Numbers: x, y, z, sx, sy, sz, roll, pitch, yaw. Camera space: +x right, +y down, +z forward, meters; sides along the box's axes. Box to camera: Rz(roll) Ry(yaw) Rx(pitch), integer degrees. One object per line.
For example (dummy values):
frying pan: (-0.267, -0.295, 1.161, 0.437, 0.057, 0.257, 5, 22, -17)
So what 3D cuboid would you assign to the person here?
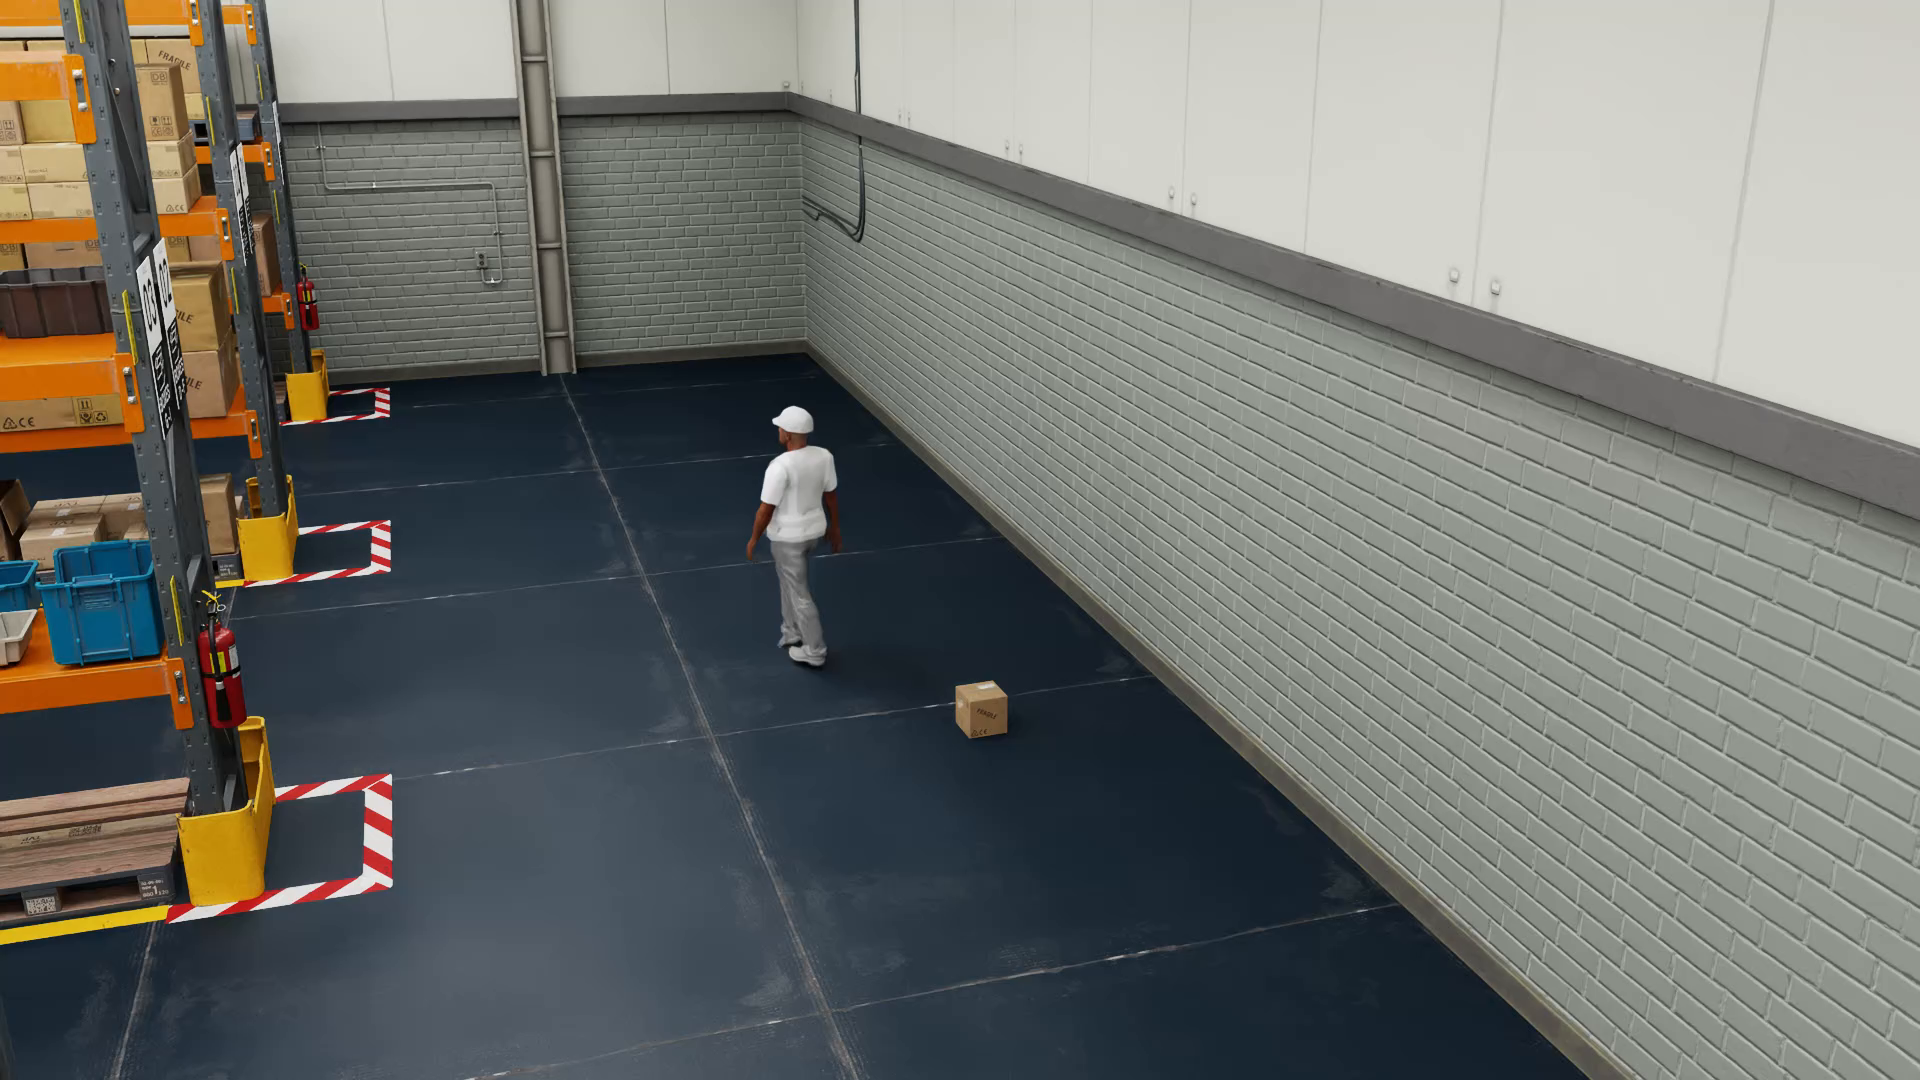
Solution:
person: (-1.118, -0.010, 11.091, 0.595, 1.825, 0.623, 14, 23, 34)
